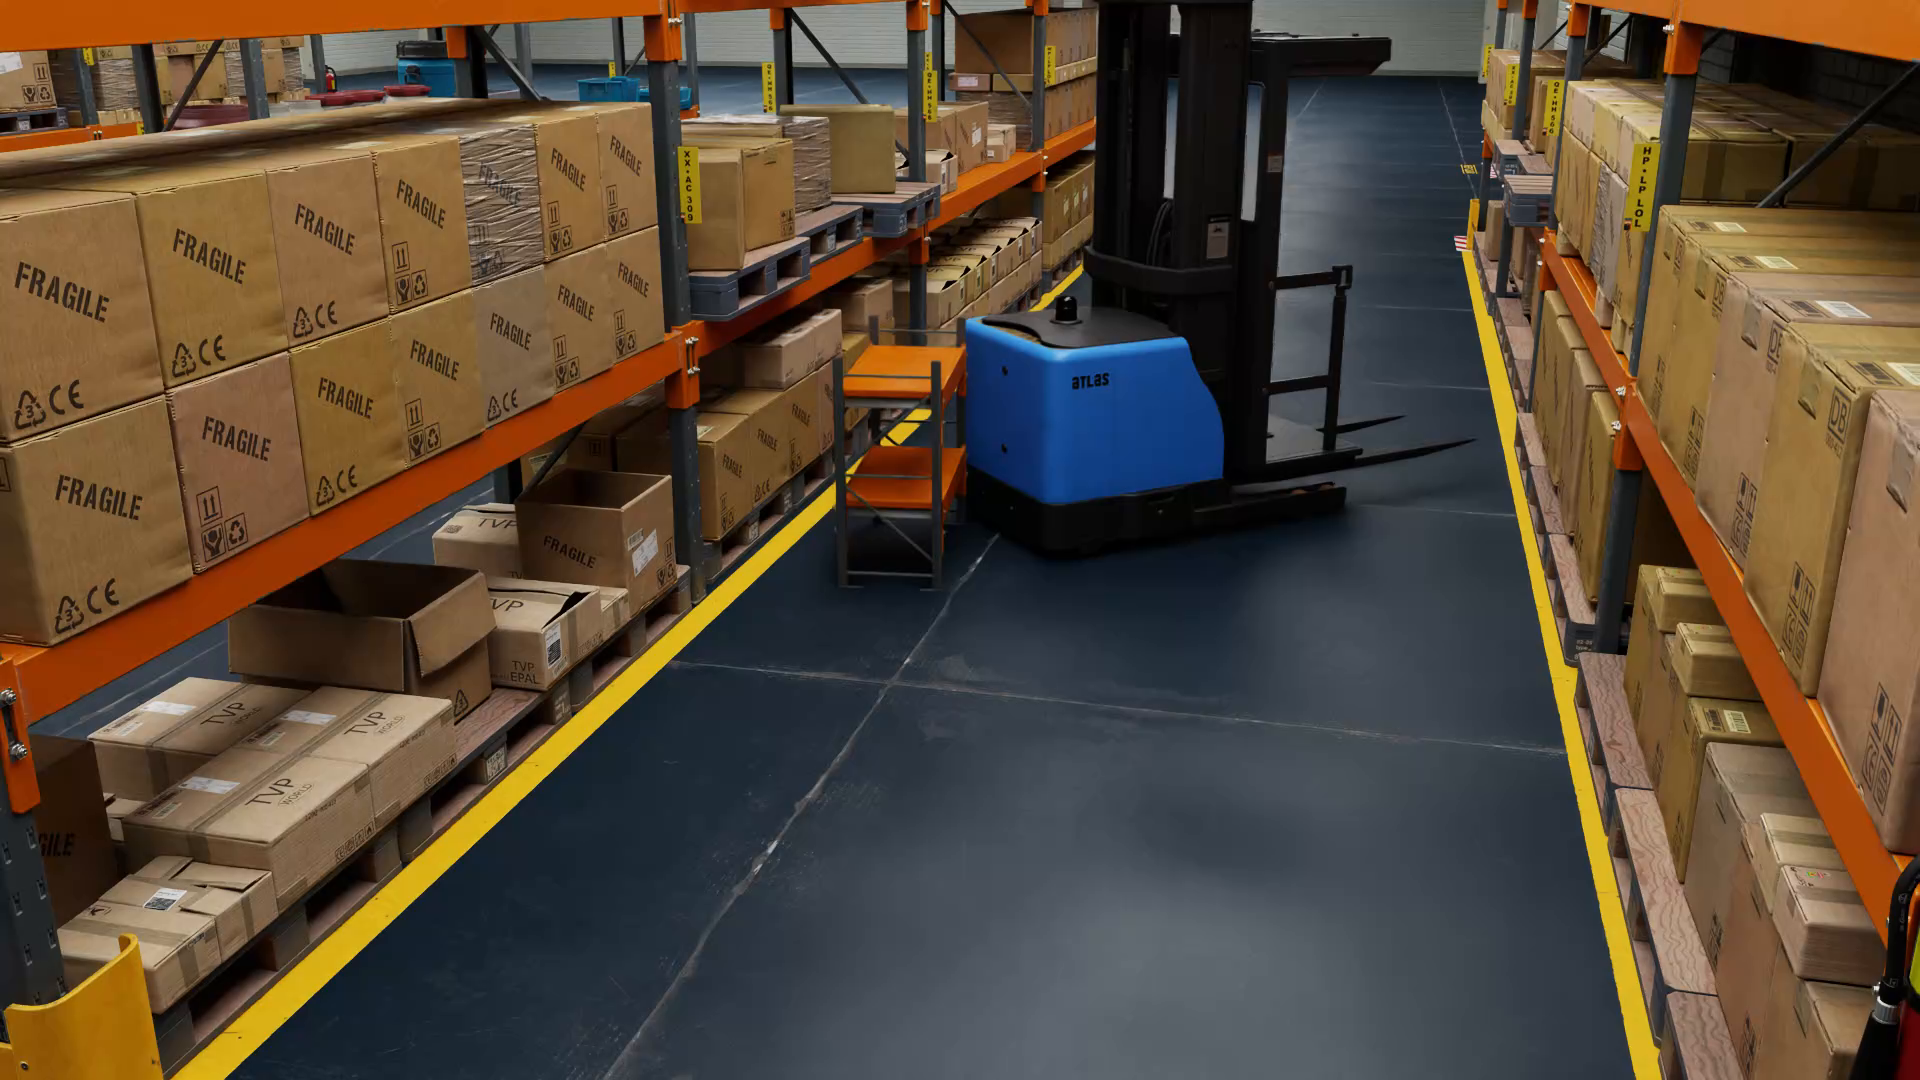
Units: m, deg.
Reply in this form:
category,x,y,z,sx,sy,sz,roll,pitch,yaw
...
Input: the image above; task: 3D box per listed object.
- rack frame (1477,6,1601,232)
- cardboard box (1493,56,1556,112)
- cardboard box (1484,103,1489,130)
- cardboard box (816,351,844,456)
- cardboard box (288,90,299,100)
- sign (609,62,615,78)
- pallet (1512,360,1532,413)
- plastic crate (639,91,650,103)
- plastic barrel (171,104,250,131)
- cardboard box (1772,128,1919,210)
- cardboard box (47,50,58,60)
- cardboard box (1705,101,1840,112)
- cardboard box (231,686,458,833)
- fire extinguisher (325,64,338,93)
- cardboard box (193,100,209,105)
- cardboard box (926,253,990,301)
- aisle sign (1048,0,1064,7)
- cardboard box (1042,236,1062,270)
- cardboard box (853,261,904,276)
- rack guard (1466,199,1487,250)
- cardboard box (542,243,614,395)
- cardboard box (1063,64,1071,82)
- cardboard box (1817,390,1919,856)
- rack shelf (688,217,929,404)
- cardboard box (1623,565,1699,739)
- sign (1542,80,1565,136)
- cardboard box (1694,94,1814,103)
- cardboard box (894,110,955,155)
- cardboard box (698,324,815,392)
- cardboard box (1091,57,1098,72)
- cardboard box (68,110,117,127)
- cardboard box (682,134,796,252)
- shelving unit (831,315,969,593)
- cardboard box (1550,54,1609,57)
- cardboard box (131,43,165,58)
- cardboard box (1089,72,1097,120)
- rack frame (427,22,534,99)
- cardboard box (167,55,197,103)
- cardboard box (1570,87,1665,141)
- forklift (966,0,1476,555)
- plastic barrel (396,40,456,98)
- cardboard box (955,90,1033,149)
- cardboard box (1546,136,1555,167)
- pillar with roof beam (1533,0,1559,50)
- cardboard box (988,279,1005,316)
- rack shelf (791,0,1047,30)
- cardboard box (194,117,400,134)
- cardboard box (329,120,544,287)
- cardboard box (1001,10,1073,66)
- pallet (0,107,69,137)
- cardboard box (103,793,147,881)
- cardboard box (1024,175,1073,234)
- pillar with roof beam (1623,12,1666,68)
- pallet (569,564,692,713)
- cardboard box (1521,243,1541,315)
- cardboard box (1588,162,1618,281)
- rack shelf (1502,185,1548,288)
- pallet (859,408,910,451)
category,x,y,z,sx,sy,sz,roll,pitch,yaw
rack frame,6.034,-4.539,17.335,1.000,3.000,0.127,5,19,13
cardboard box,5.248,-4.228,15.466,0.500,0.500,0.500,5,20,15
cardboard box,5.493,-4.185,16.502,0.500,0.250,0.500,4,19,12
cardboard box,-0.975,-0.808,9.598,0.500,0.500,0.500,4,19,11
cardboard box,-8.307,-5.409,20.273,0.380,0.149,0.250,5,19,13
sign,-4.106,-5.497,19.712,0.100,0.325,0.005,5,19,13
pallet,4.271,-0.956,11.161,1.003,0.211,1.213,5,19,13
plastic crate,-3.570,-4.867,18.526,0.499,0.251,0.408,5,19,13
plastic barrel,-5.708,-3.047,12.758,0.600,0.536,0.708,5,19,13
cardboard box,3.467,-1.453,6.496,0.500,0.250,0.500,5,20,15
cardboard box,-9.510,-5.282,17.351,0.500,0.500,0.500,5,19,13
cardboard box,3.837,-1.939,7.917,0.500,0.250,0.500,4,19,12
cardboard box,-2.028,0.718,5.519,0.500,0.250,0.500,5,19,13
fire extinguisher,-7.901,-5.675,20.781,0.296,0.674,0.183,5,19,13
cardboard box,-8.656,-4.854,18.648,0.380,0.149,0.250,5,19,13
cardboard box,-0.066,-2.050,12.786,0.500,0.311,0.500,4,19,12
aisle sign,0.948,-6.204,18.188,0.394,0.787,0.004,5,19,13
cardboard box,0.659,-2.694,15.538,0.500,0.250,0.500,5,19,13
cardboard box,-0.716,-1.931,12.437,0.500,0.311,0.500,4,19,13
rack guard,6.015,-3.332,17.669,1.175,0.500,0.348,5,19,13
cardboard box,-1.701,-0.876,6.457,0.500,0.500,0.500,5,20,15
cardboard box,0.880,-4.584,16.309,0.380,0.149,0.250,4,19,13
cardboard box,2.239,0.174,3.074,0.980,0.700,0.700,6,20,16
rack shelf,-1.214,-1.454,9.416,1.077,0.370,4.000,5,19,13
cardboard box,2.819,0.433,5.997,0.700,0.500,0.500,5,19,14
sign,3.550,-2.582,9.936,0.100,0.325,0.005,5,19,13
cardboard box,3.961,-2.098,8.384,0.500,0.250,0.500,4,19,12
cardboard box,-0.331,-2.996,12.663,0.500,0.500,0.500,4,19,10
cardboard box,-1.104,-0.993,8.982,0.500,0.250,0.500,5,19,13
cardboard box,1.258,-5.066,17.720,0.380,0.149,0.250,5,20,15
cardboard box,-9.009,-4.383,17.268,0.380,0.149,0.250,5,19,13
cardboard box,-1.264,-1.765,8.410,0.700,0.500,0.500,8,20,22
shelving unit,-0.278,-0.457,8.287,0.538,1.125,1.048,2,19,6
cardboard box,5.870,-4.348,15.818,0.500,0.500,0.500,4,19,12
cardboard box,-8.876,-5.397,17.687,0.500,0.500,0.500,5,19,13
cardboard box,1.103,-4.831,18.035,0.700,0.500,0.500,5,19,13
rack frame,-4.551,-4.067,15.955,1.000,3.000,0.127,5,19,13
cardboard box,-9.003,-5.101,18.367,0.875,0.500,0.500,5,19,13
cardboard box,3.587,-2.293,8.954,0.500,0.250,0.500,4,19,13
forklift,1.530,-1.633,8.934,3.031,2.935,1.130,-10,21,-26
plastic barrel,-4.939,-4.207,15.589,0.600,0.901,0.708,5,19,13
cardboard box,0.354,-3.862,15.199,0.700,0.500,0.500,4,19,12
cardboard box,4.467,-2.827,11.488,0.700,0.500,0.500,5,19,13
pillar with roof beam,5.459,-11.191,27.530,9.100,9.000,0.400,5,19,13
cardboard box,0.056,-1.941,13.335,0.500,0.250,0.500,5,20,14
rack shelf,-0.237,-4.127,12.602,1.077,0.370,4.000,5,19,13
cardboard box,-2.343,-1.240,5.975,0.500,0.500,0.500,4,19,12
cardboard box,-1.821,-1.190,5.830,0.500,0.500,0.500,5,19,14
cardboard box,0.722,-4.948,16.370,0.700,0.500,0.500,5,19,13
pallet,-9.681,-4.140,16.463,1.003,0.211,1.213,5,19,13
cardboard box,-2.600,0.909,5.088,0.380,0.166,0.250,5,19,13
cardboard box,0.783,-3.205,15.875,0.500,0.500,0.500,5,19,13
pillar with roof beam,2.527,-7.430,16.518,9.100,9.000,0.400,5,19,13
pallet,-1.872,0.367,7.286,1.003,0.211,1.213,5,19,13
cardboard box,4.893,-2.078,13.318,0.700,0.500,0.500,5,20,15
cardboard box,3.216,-1.457,7.667,0.500,0.500,0.500,5,19,13
rack shelf,4.568,-2.318,11.945,1.077,0.370,4.000,5,19,13
pallet,-0.945,-0.871,10.910,1.003,0.211,1.213,5,19,13
